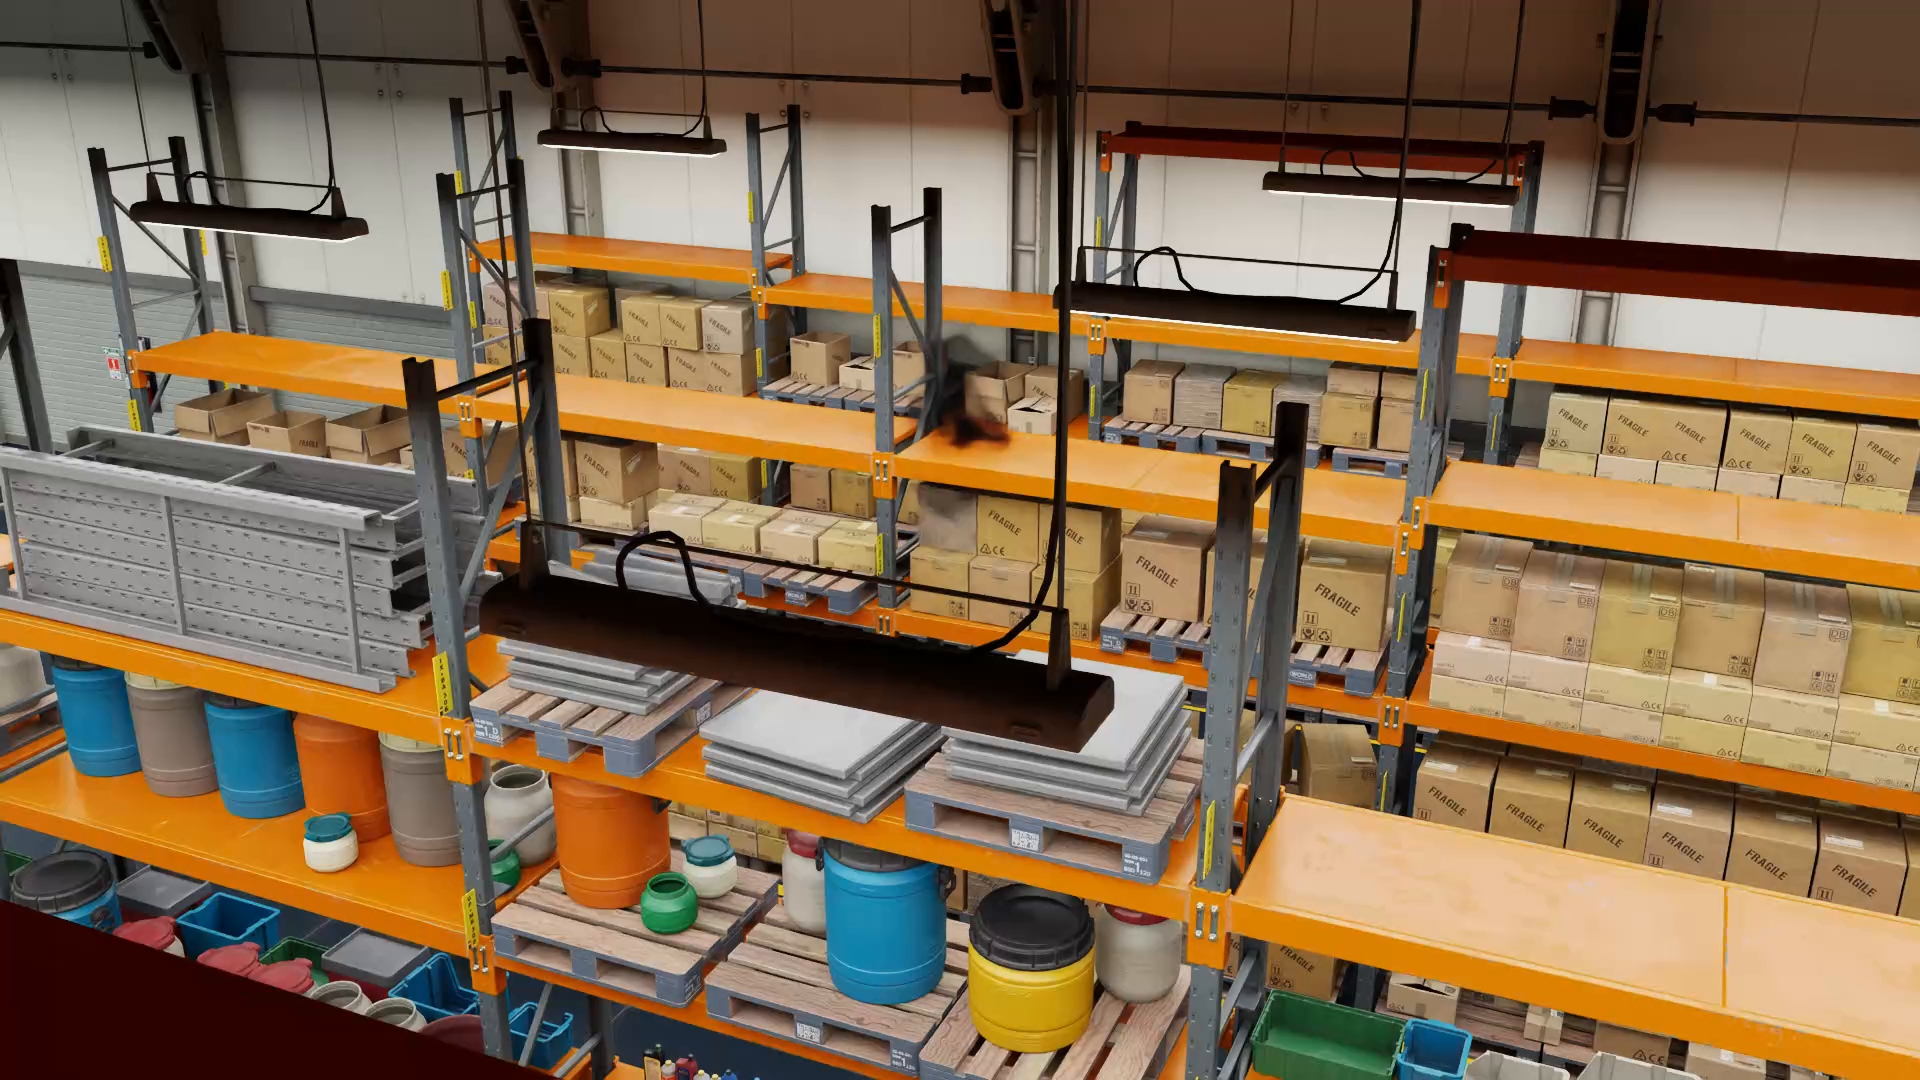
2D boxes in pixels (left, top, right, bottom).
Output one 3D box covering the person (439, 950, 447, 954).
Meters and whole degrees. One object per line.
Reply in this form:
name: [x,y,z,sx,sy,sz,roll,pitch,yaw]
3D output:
person: [-4.362,2.603,13.195,0.780,1.746,0.663,4,21,11]
